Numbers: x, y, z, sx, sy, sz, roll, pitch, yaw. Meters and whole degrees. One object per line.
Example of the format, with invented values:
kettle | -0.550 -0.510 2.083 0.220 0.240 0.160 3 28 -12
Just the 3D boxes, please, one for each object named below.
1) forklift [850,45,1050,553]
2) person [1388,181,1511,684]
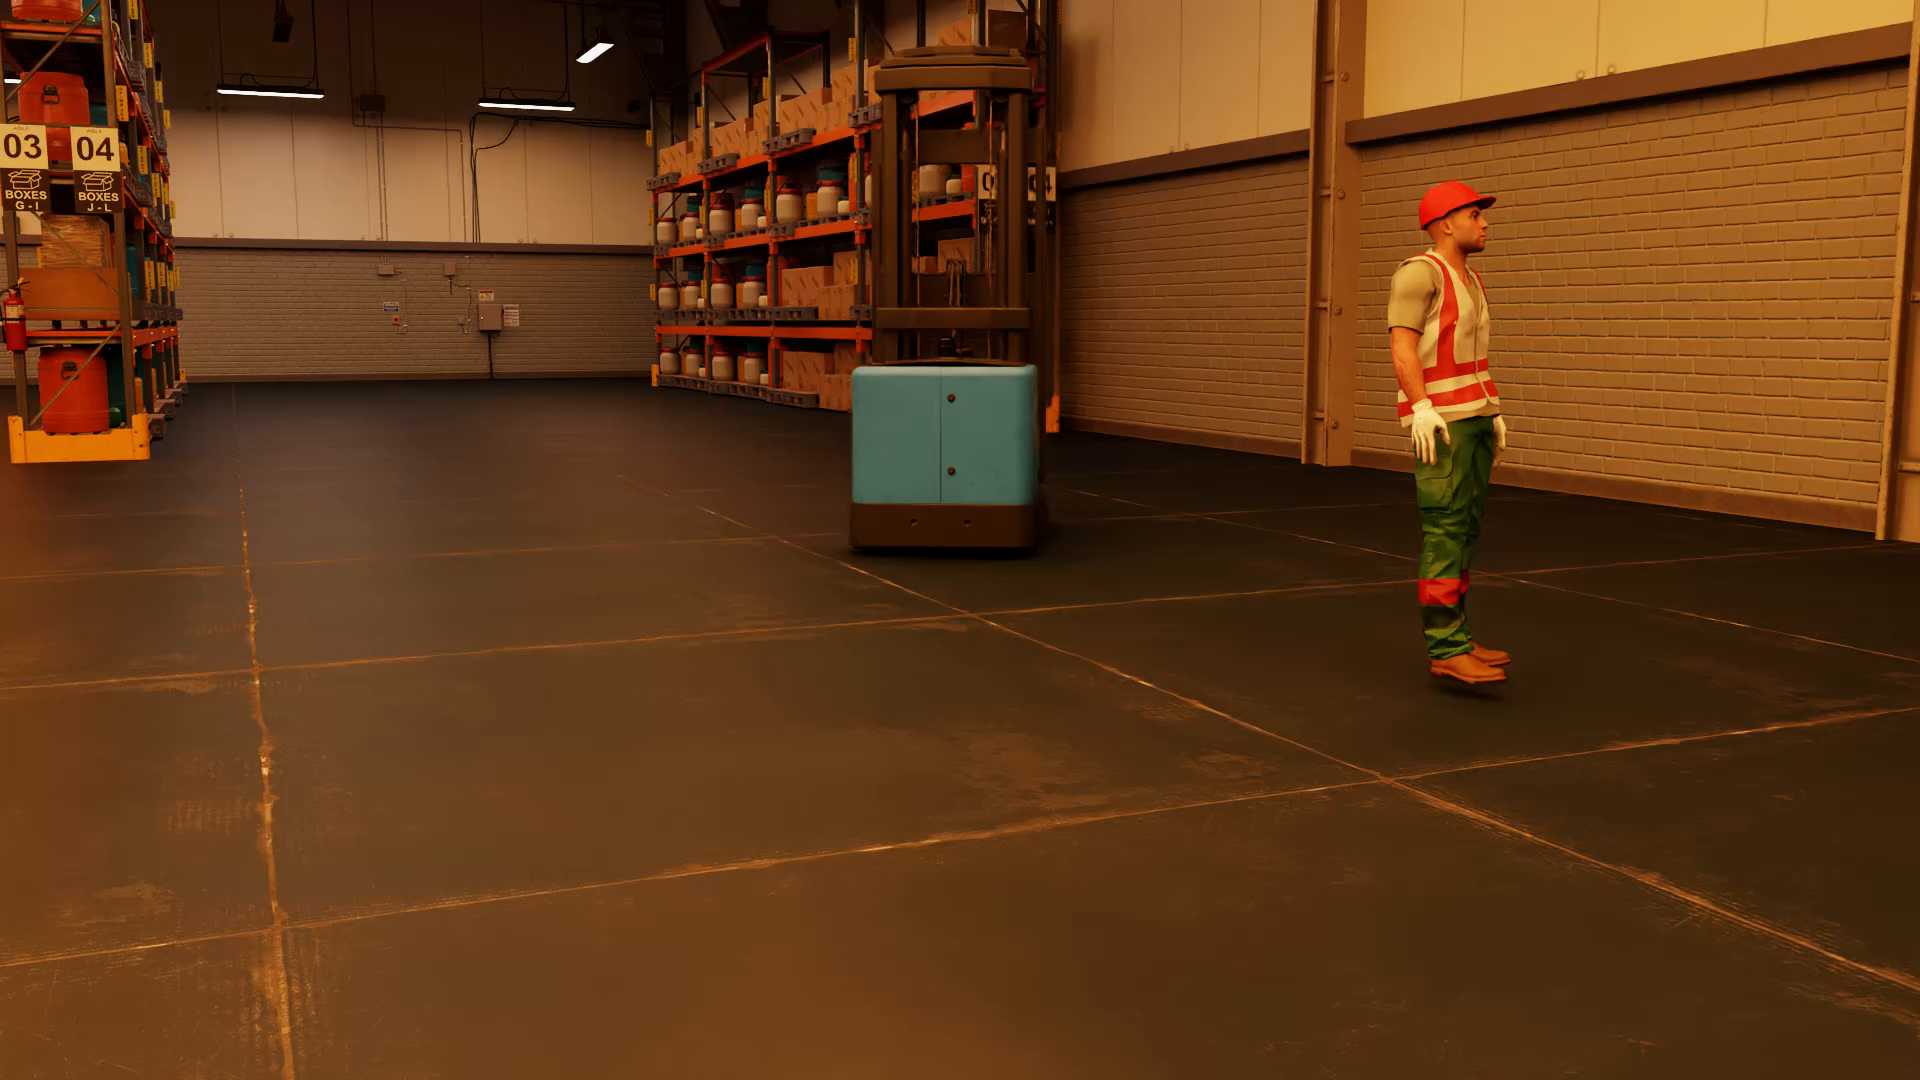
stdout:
forklift | 0.012 -1.540 10.622 1.130 2.935 3.031 1 8 5
person | 1.869 -0.414 6.086 0.563 1.789 0.638 7 10 41
